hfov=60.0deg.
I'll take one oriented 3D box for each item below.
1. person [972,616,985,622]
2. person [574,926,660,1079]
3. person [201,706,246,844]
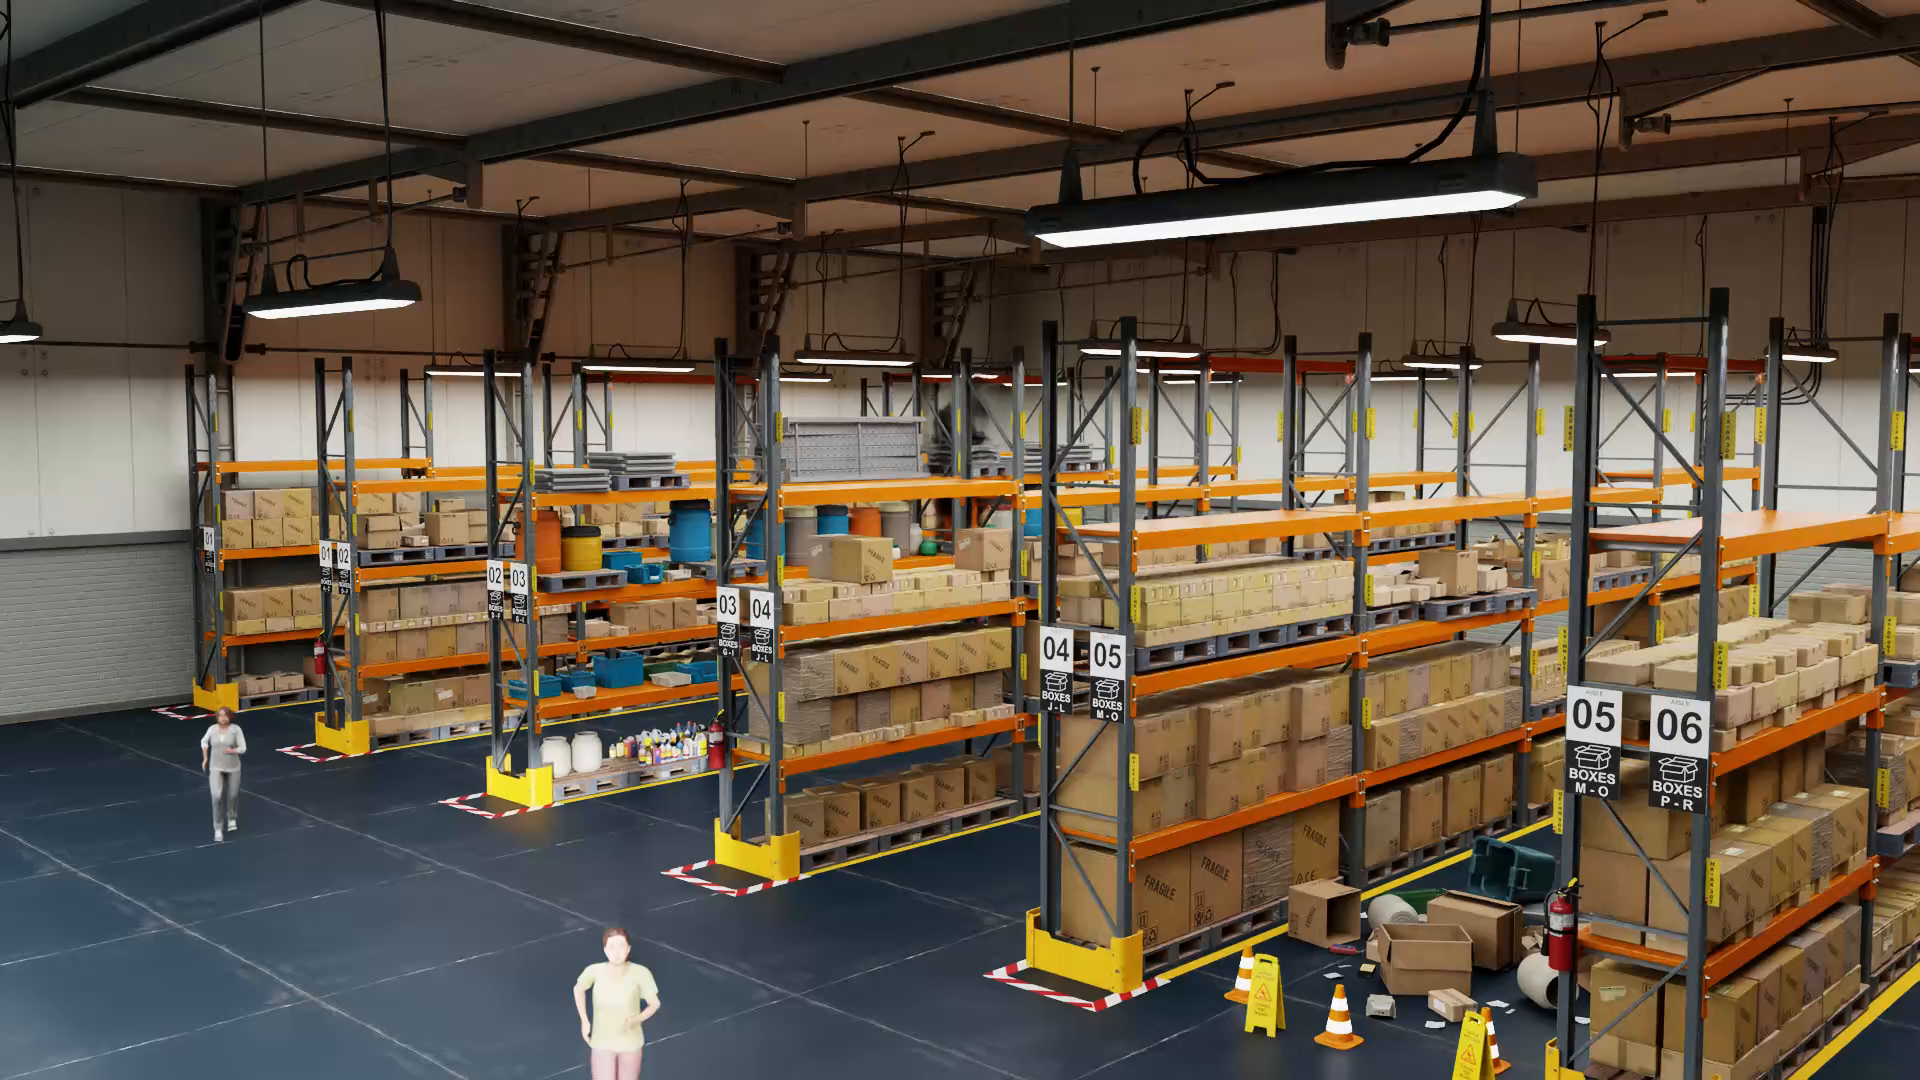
[{"bbox_3d":[0.130,1.769,32.501,0.654,1.704,0.908,3,5,37],"label":"person"},{"bbox_3d":[-2.329,3.479,11.318,0.578,1.732,0.636,-1,4,-12],"label":"person"},{"bbox_3d":[-8.912,2.822,20.145,0.505,1.641,0.710,-2,5,-22],"label":"person"}]
